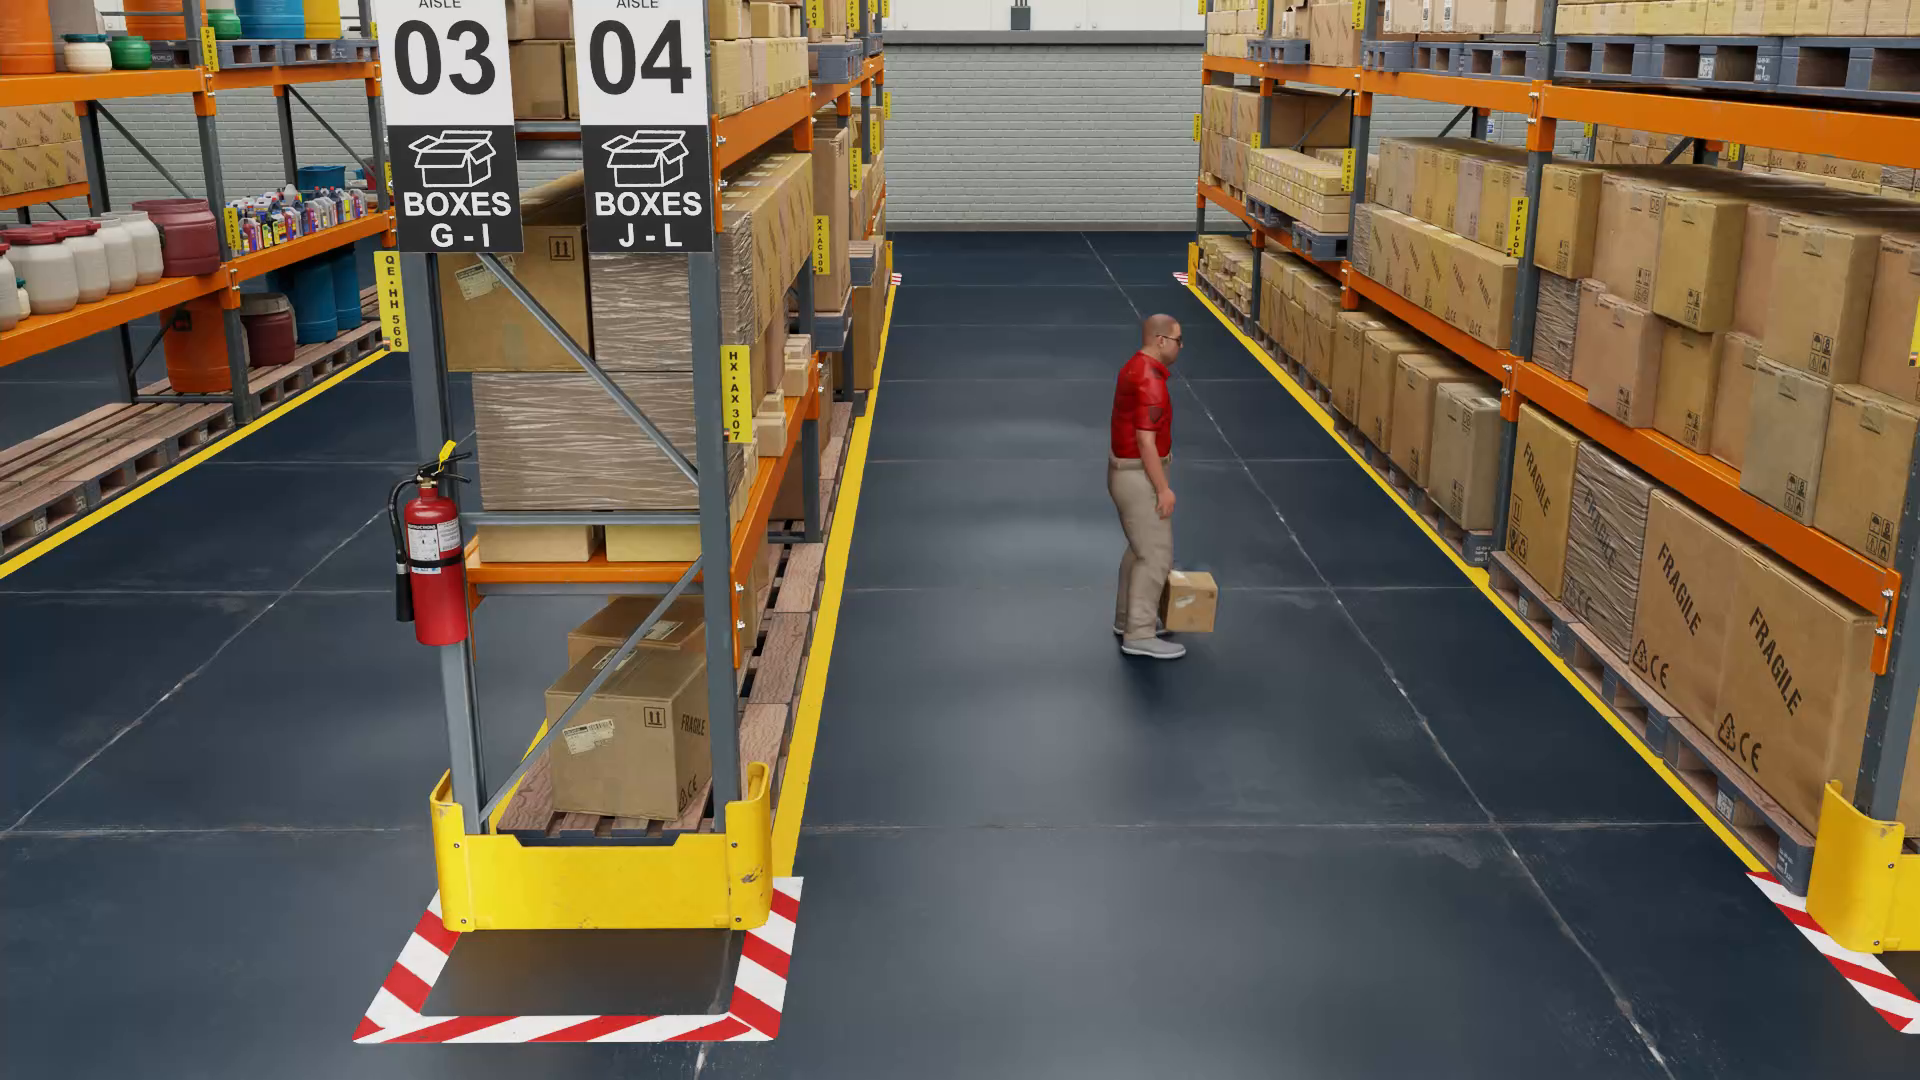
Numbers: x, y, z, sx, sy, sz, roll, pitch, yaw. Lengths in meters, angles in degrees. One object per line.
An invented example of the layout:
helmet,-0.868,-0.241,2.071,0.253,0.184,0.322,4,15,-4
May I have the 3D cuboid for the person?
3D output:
person,0.942,-0.328,8.517,0.359,1.657,0.568,-1,17,-3
